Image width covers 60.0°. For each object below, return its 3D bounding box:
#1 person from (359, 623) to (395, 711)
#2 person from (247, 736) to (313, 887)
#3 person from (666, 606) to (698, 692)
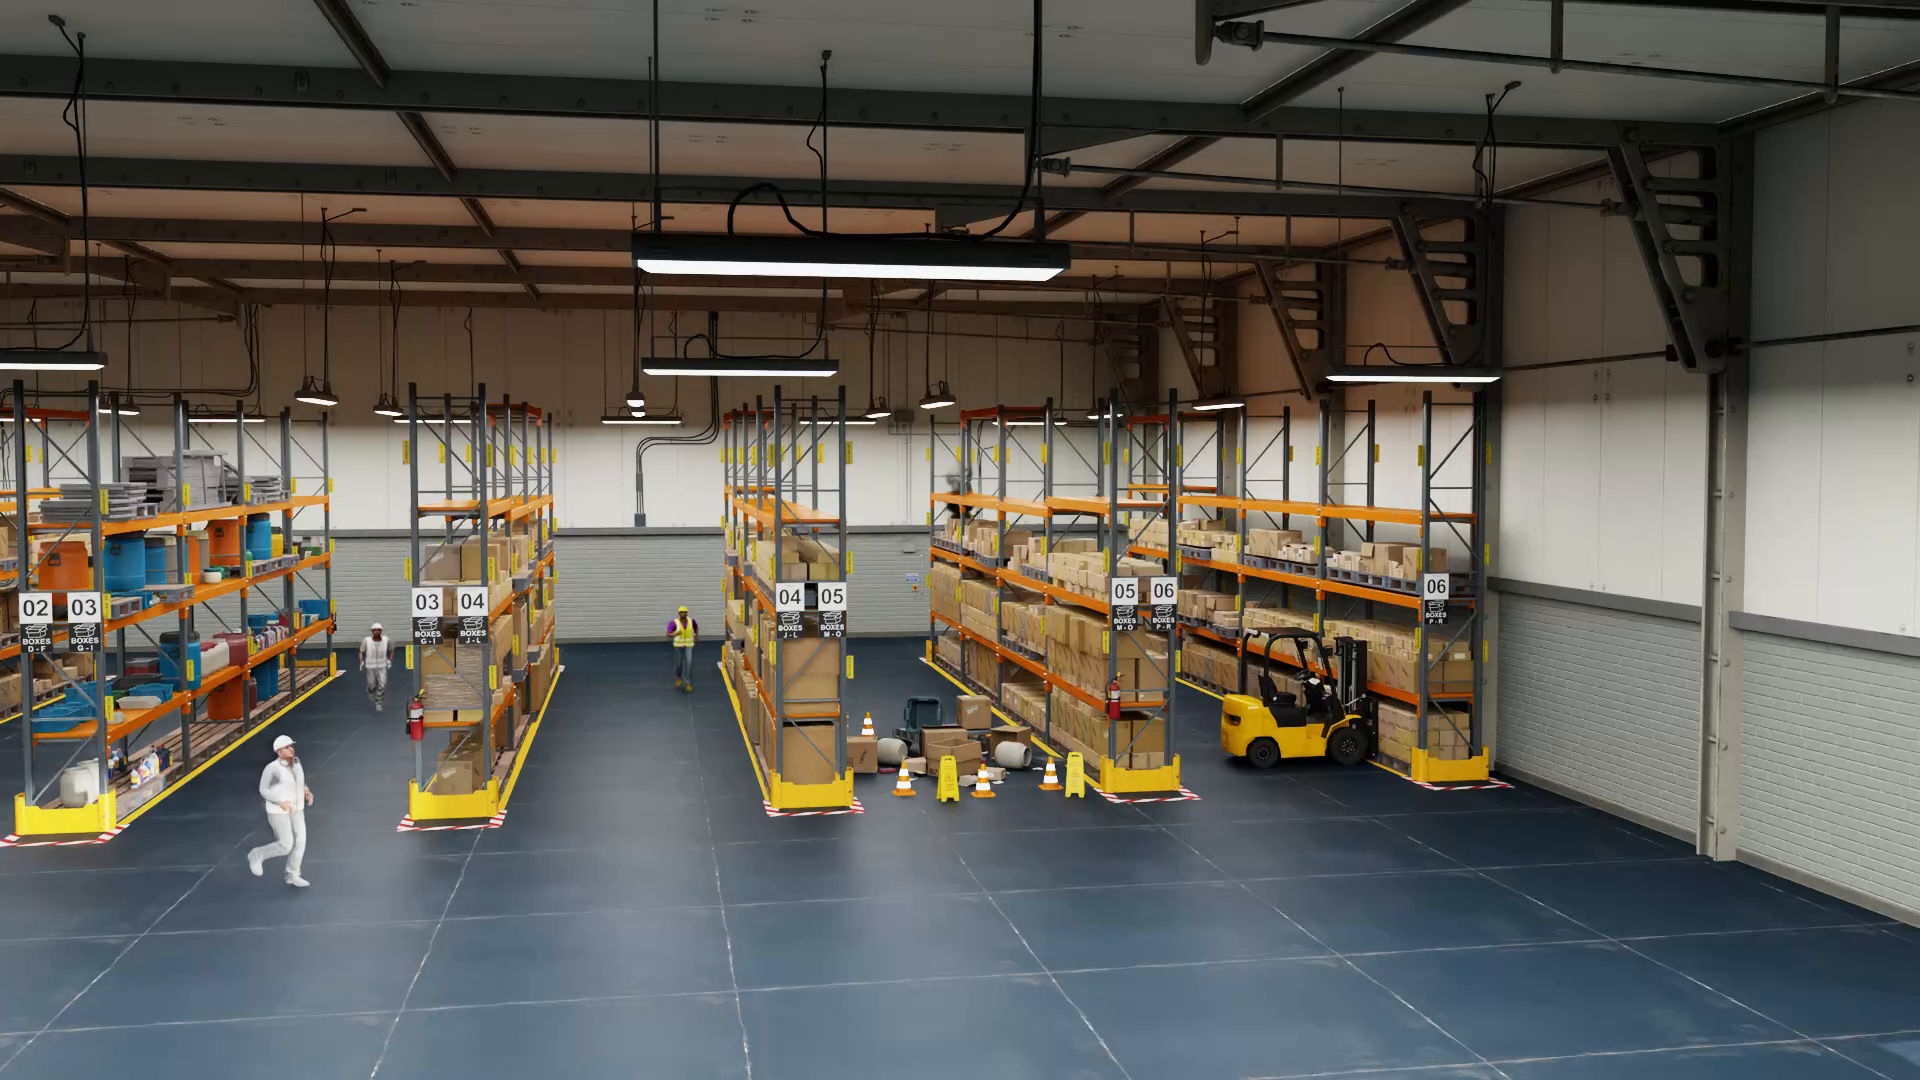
[{"bbox_3d":[-11.457,2.486,32.689,0.668,1.728,0.639,-1,3,-22],"label":"person"},{"bbox_3d":[-7.922,3.155,19.448,0.723,1.760,0.667,1,3,21],"label":"person"},{"bbox_3d":[-5.916,2.296,35.498,0.721,1.794,0.903,-1,3,-18],"label":"person"}]
